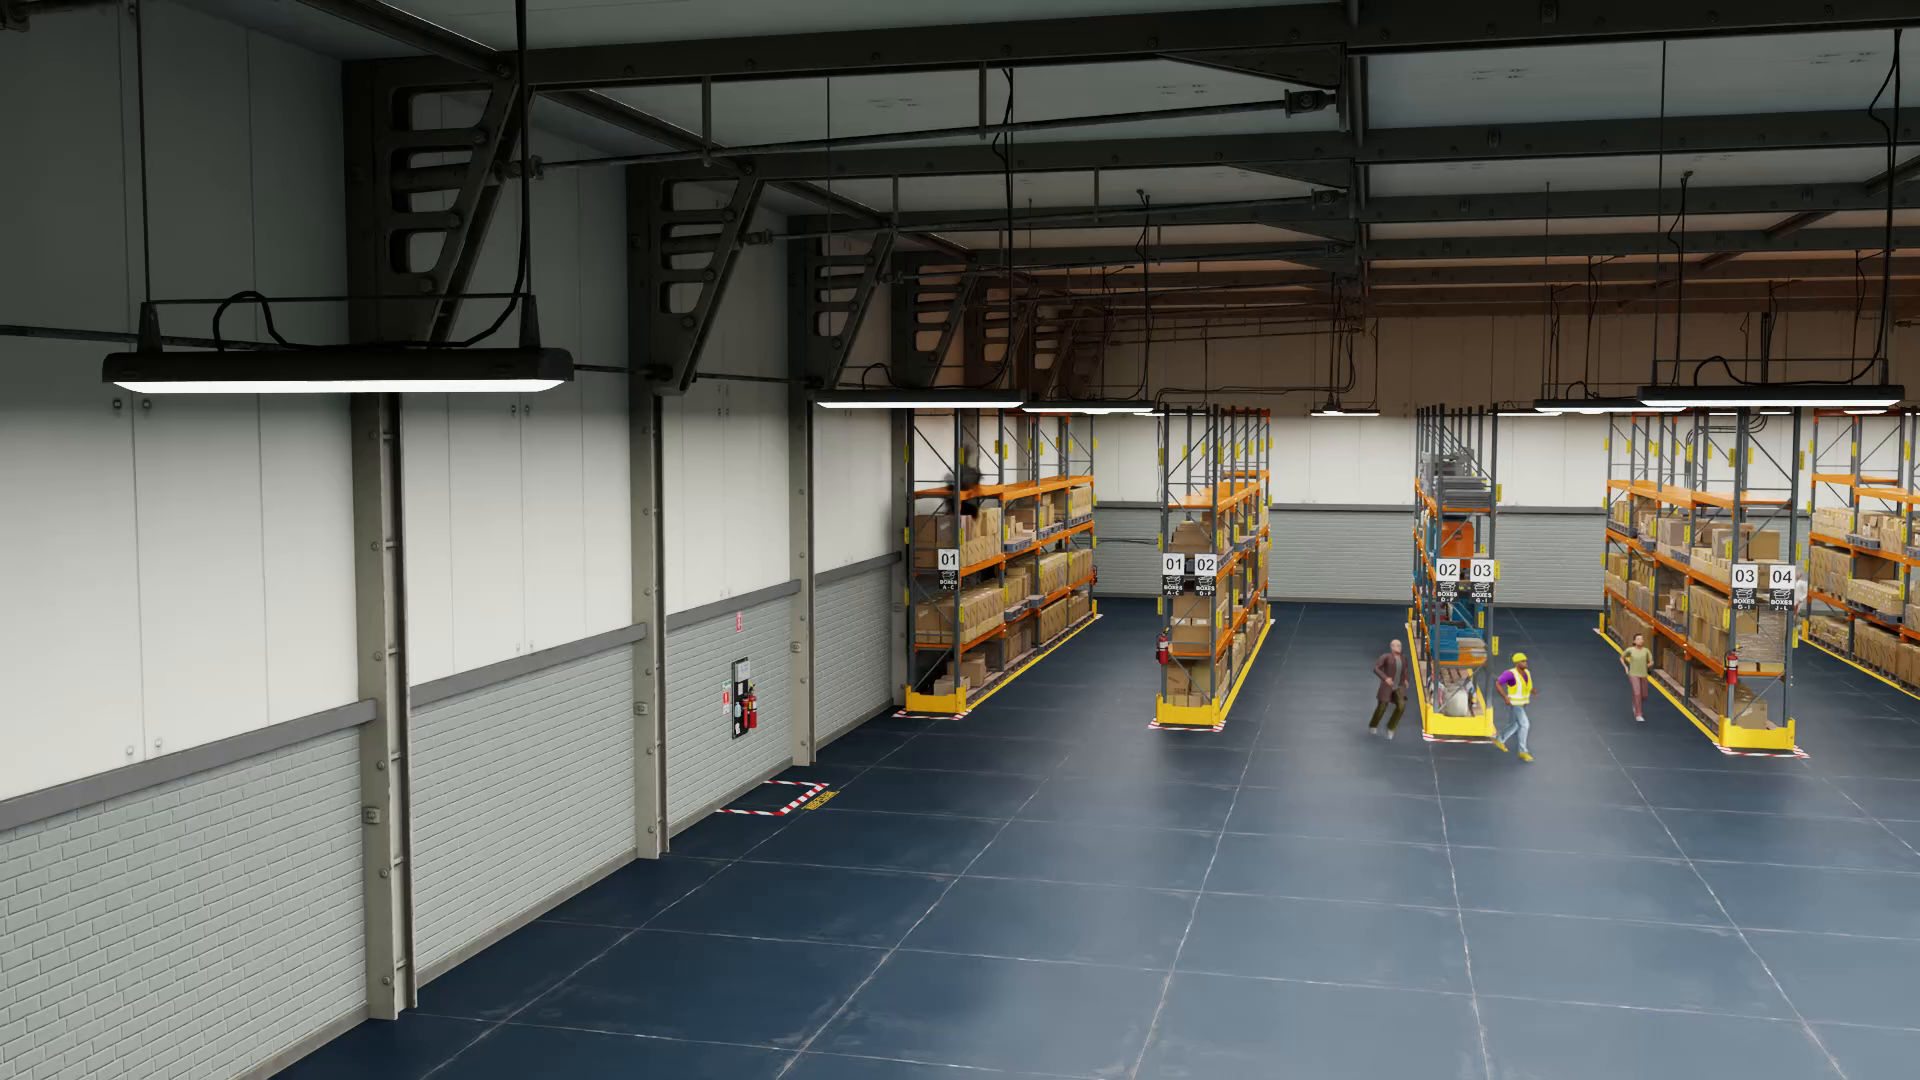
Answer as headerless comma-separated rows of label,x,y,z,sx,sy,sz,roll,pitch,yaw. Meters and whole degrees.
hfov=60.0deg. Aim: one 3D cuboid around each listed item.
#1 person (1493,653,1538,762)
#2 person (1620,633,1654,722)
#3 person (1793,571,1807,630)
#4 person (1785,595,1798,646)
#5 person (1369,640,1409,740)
person,9.391,2.796,28.104,0.691,1.810,0.828,-3,5,-39
person,12.894,2.594,31.654,0.590,1.640,0.859,0,4,5
person,22.181,1.672,44.127,0.588,1.732,0.769,-1,4,-8
person,19.930,1.928,40.192,0.666,1.770,0.716,1,4,17
person,7.781,2.685,29.928,0.771,1.790,0.728,-1,4,-12
